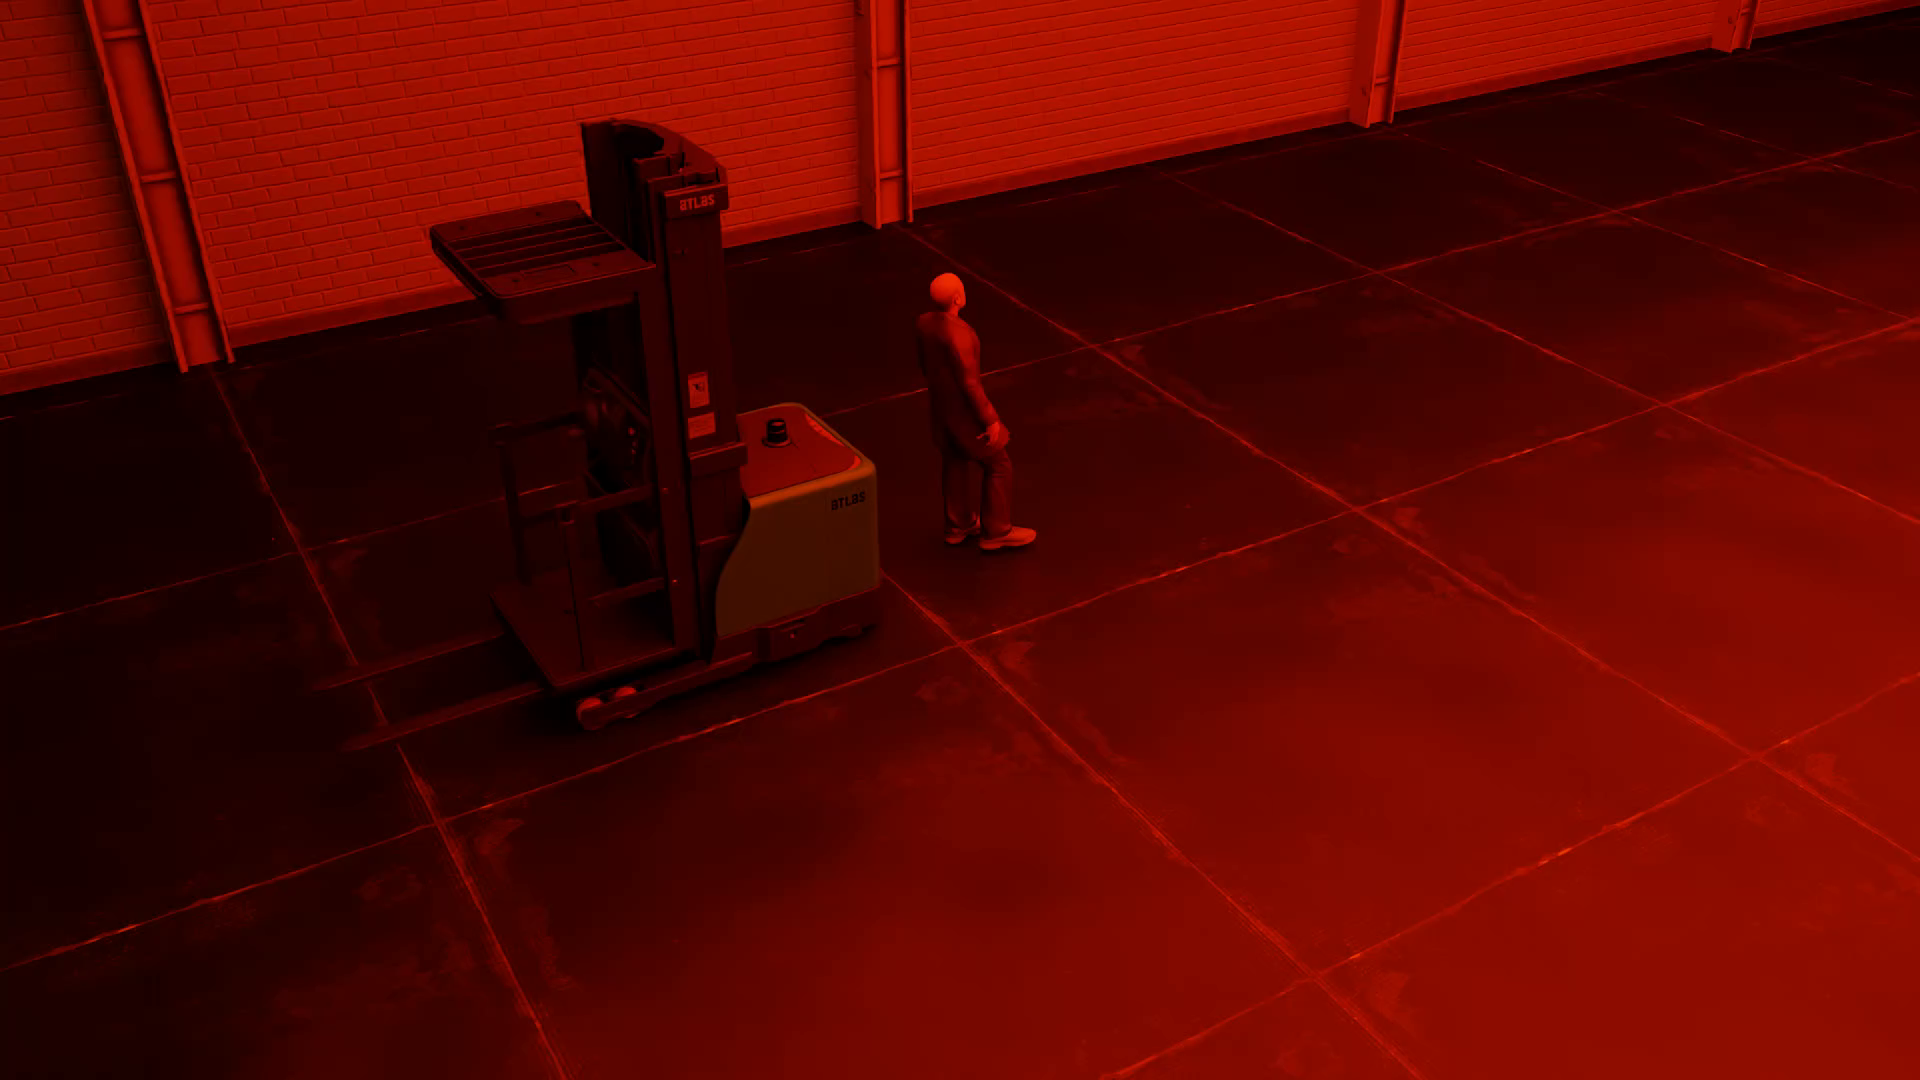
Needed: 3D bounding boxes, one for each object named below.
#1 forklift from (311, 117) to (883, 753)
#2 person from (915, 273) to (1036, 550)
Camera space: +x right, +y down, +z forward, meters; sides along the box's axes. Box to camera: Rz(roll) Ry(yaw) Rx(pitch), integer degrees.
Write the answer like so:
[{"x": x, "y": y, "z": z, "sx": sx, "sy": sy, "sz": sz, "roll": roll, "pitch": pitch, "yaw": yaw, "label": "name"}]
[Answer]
[{"x": -1.969, "y": -0.561, "z": 8.584, "sx": 3.031, "sy": 2.935, "sz": 1.130, "roll": -18, "pitch": 35, "yaw": -27, "label": "forklift"}, {"x": 0.081, "y": -0.792, "z": 10.078, "sx": 0.580, "sy": 1.778, "sz": 0.696, "roll": -17, "pitch": 35, "yaw": -26, "label": "person"}]
